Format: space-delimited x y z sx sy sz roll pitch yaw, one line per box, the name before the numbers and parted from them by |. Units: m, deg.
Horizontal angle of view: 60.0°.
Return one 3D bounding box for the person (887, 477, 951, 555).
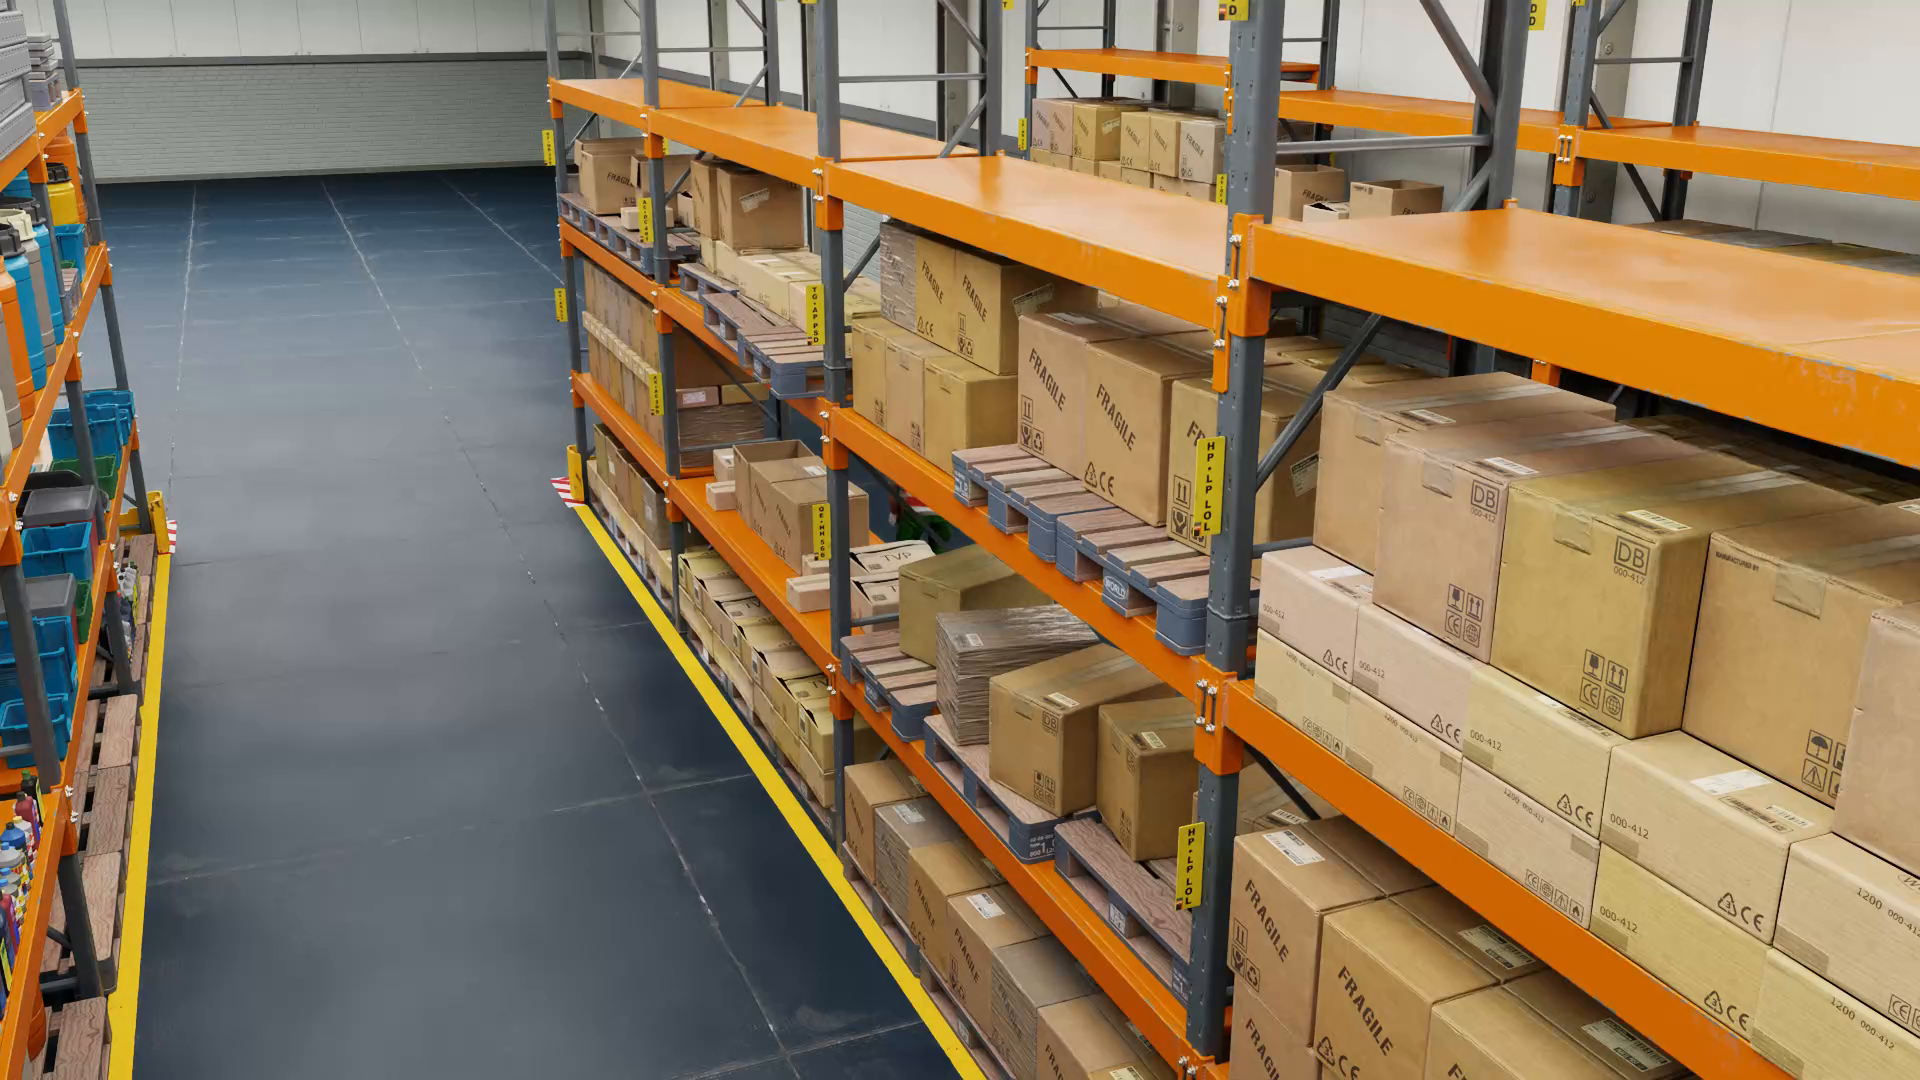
person | -0.363 -0.241 13.876 0.492 1.581 0.783 -8 20 -23
